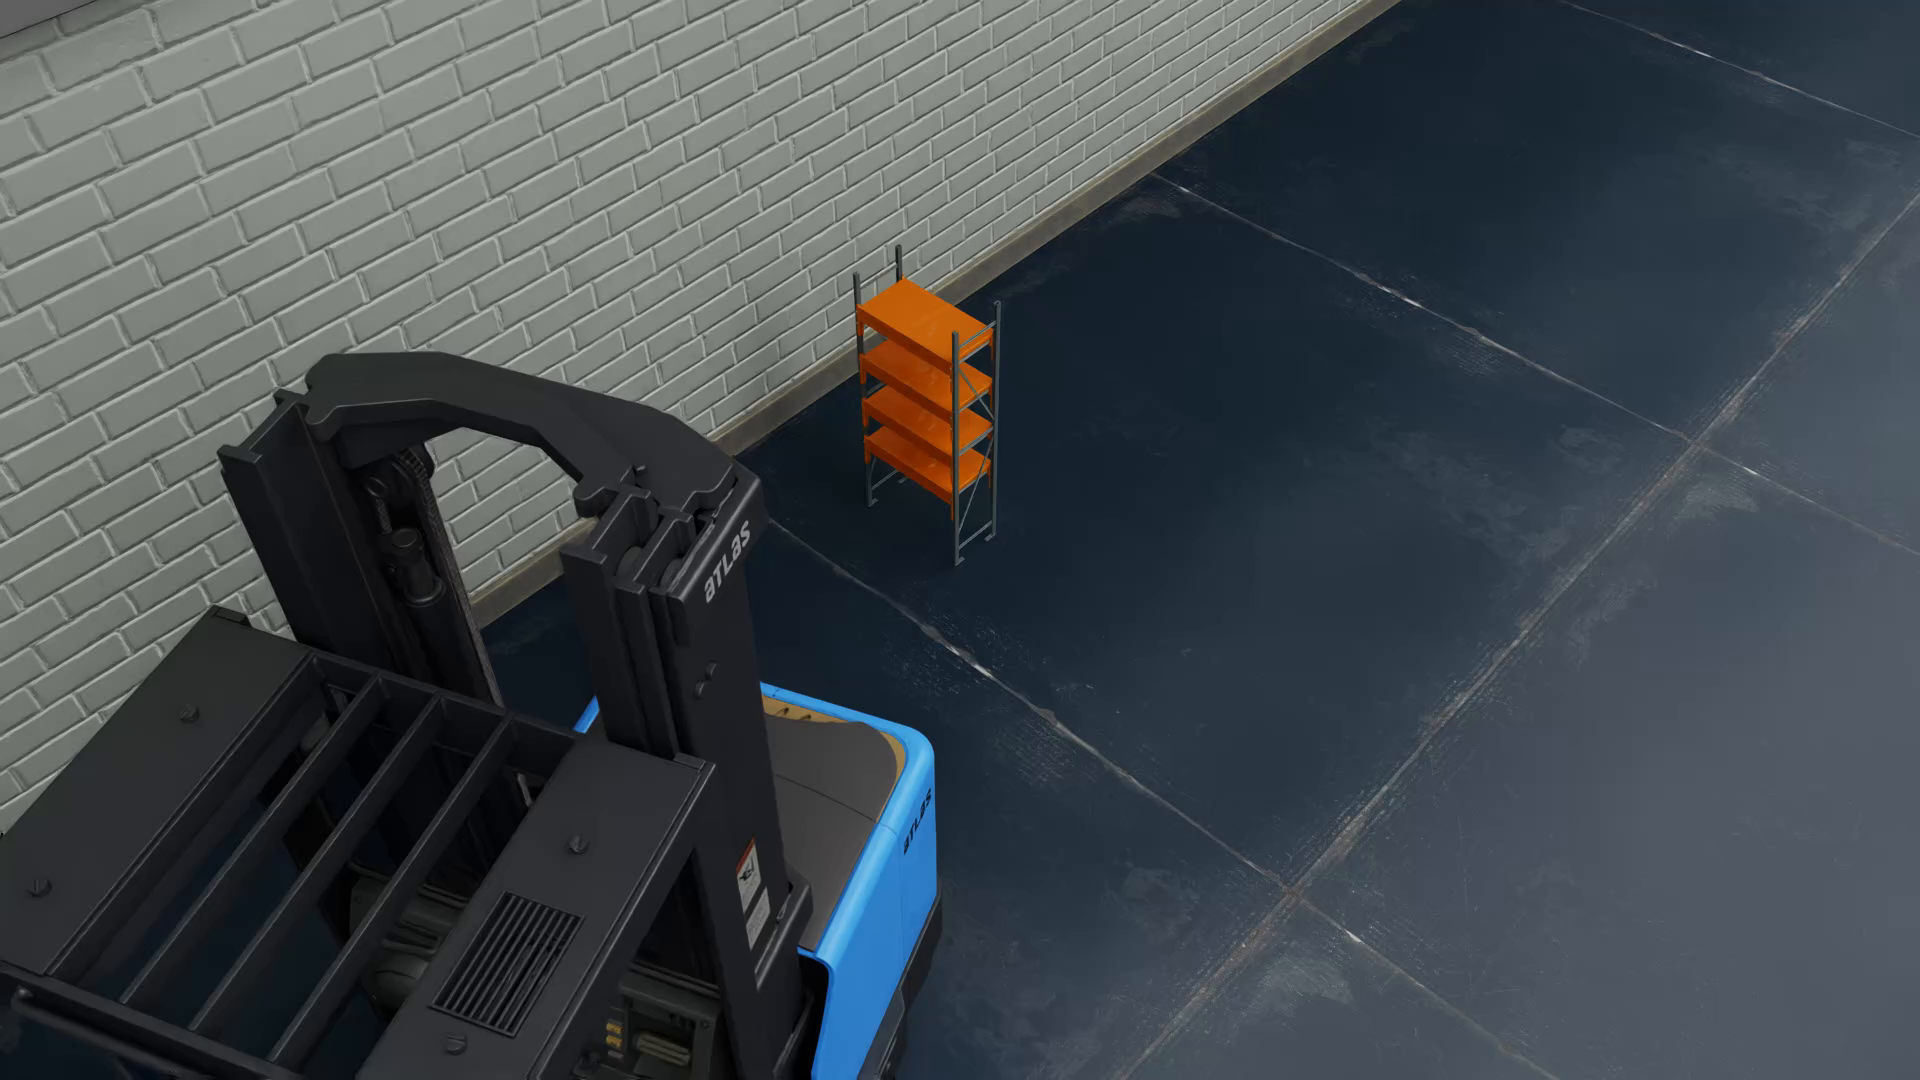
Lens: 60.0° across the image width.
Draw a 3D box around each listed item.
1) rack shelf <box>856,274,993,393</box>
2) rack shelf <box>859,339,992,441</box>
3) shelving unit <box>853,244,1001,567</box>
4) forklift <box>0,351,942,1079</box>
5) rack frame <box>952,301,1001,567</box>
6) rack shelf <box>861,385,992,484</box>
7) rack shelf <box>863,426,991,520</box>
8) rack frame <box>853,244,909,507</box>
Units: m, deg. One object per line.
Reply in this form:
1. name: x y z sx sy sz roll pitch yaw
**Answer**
1. rack shelf: -0.122 -0.762 6.103 0.480 0.148 0.258 34 55 28
2. rack shelf: -0.122 -0.600 6.275 0.480 0.148 0.258 34 55 28
3. shelving unit: -0.122 -0.493 6.389 0.503 1.200 0.258 34 55 28
4. forklift: -1.047 1.173 3.638 1.130 2.935 3.031 15 49 14
5. rack frame: 0.058 -0.372 6.276 0.015 1.200 0.240 34 55 28
6. rack shelf: -0.122 -0.446 6.438 0.480 0.148 0.258 34 55 28
7. rack shelf: -0.122 -0.311 6.583 0.480 0.148 0.258 34 55 28
8. rack frame: -0.301 -0.613 6.503 0.015 1.200 0.240 34 55 28
